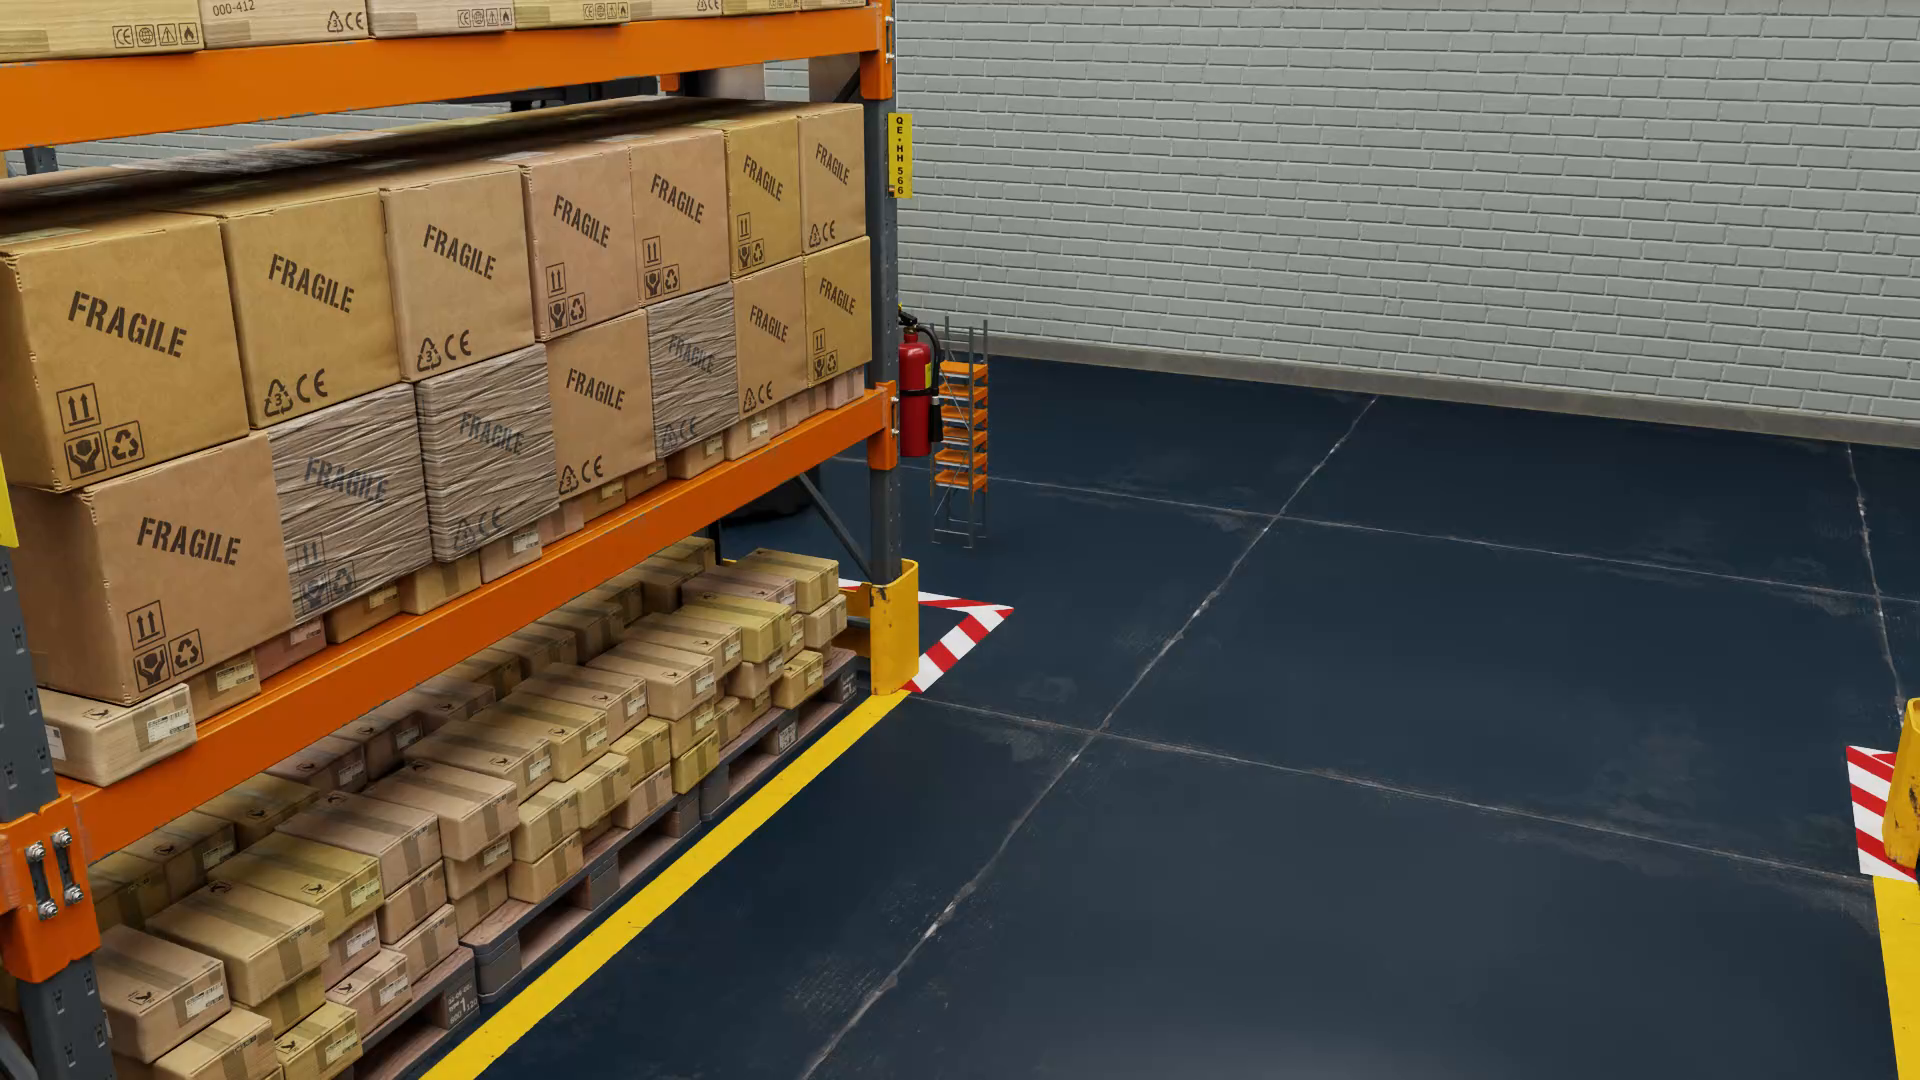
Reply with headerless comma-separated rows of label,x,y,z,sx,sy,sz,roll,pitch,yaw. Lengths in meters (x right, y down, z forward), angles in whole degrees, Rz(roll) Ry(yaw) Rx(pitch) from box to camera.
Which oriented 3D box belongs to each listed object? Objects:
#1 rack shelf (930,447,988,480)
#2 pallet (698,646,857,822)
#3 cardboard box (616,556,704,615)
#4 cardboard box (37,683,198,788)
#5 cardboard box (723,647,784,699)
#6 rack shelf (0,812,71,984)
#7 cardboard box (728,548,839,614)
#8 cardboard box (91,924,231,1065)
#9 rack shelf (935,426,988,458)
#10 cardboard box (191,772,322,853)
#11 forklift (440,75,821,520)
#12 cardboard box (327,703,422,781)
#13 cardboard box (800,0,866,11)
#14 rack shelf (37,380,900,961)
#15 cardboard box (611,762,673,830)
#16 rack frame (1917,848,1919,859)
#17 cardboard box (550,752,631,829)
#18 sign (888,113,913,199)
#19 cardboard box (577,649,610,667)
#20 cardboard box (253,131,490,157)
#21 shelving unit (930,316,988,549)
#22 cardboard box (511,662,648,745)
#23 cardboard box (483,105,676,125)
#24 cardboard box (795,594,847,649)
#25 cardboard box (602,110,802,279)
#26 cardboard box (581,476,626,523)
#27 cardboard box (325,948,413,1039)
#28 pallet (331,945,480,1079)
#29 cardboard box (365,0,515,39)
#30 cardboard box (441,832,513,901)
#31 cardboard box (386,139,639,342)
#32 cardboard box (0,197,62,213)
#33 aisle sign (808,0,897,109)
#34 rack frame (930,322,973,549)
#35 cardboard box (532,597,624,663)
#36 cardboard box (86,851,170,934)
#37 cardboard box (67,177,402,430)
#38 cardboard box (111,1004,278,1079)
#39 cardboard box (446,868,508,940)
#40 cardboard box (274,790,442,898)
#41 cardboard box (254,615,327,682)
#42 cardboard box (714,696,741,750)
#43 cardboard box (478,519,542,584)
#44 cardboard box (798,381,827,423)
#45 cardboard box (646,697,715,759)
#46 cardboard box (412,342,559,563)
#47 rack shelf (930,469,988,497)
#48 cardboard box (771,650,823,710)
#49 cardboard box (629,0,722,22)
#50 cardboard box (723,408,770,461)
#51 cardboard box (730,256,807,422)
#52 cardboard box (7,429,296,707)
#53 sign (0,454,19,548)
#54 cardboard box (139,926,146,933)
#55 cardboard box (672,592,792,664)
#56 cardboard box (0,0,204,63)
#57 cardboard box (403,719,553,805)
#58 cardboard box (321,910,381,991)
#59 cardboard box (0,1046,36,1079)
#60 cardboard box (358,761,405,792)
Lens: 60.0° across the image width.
rack shelf,-0.006,-0.406,8.810,0.258,0.103,0.180,9,21,23
pallet,-1.128,0.683,6.733,1.003,0.211,1.213,9,21,23
cardboard box,-1.260,0.182,6.721,0.380,0.149,0.250,9,21,24
cardboard box,-1.956,0.402,3.737,0.380,0.149,0.250,9,22,25
cardboard box,-0.899,0.467,6.362,0.380,0.149,0.250,8,21,20
rack shelf,-3.189,1.276,1.979,1.077,0.370,4.000,9,21,23
cardboard box,-0.718,0.164,6.771,0.380,0.149,0.250,9,21,23
cardboard box,-2.040,1.113,4.101,0.380,0.149,0.250,10,22,25
rack shelf,-0.006,-0.519,8.770,0.258,0.103,0.180,9,21,23
cardboard box,-2.121,0.817,4.936,0.380,0.149,0.250,9,22,24
forklift,-2.332,-1.446,8.661,3.031,2.935,1.130,-10,22,-27
cardboard box,-1.995,0.637,5.441,0.380,0.149,0.250,8,21,21
cardboard box,-0.677,-2.065,6.045,0.500,0.250,0.500,8,21,22
rack shelf,-1.551,0.053,5.417,1.077,0.370,4.000,9,21,23
cardboard box,-1.224,0.843,5.748,0.380,0.149,0.250,9,21,24
rack frame,3.825,-0.249,5.193,1.000,3.000,0.127,9,21,23
cardboard box,-1.309,0.791,5.451,0.380,0.149,0.250,9,21,23
sign,-0.234,-1.510,6.538,0.100,0.325,0.005,9,21,23
cardboard box,-1.568,0.459,6.385,0.380,0.149,0.250,9,22,24
cardboard box,-1.798,-0.988,5.184,0.500,0.500,0.500,8,21,21
shelving unit,-0.006,-0.561,8.755,0.258,1.200,0.189,9,21,23
cardboard box,-1.296,0.555,5.671,0.380,0.149,0.250,8,21,21
cardboard box,-1.359,-1.300,6.062,0.500,0.500,0.500,9,22,24
cardboard box,-0.688,0.308,6.810,0.380,0.149,0.250,8,21,21
cardboard box,-0.900,-1.227,5.857,0.500,0.500,0.500,8,21,21
cardboard box,-1.310,-0.176,5.361,0.380,0.149,0.250,9,21,24
cardboard box,-1.765,1.239,4.636,0.380,0.149,0.250,8,21,22
pallet,-2.128,1.429,4.636,1.003,0.211,1.213,9,21,23
cardboard box,-1.512,-1.434,4.270,0.500,0.250,0.500,10,22,25
cardboard box,-1.594,0.932,5.057,0.380,0.149,0.250,10,22,25
cardboard box,-1.319,-0.905,4.950,0.500,0.500,0.500,8,21,21
cardboard box,-2.425,-0.514,3.852,0.500,0.500,0.500,8,21,21
aisle sign,-0.429,-2.103,6.527,0.394,0.787,0.004,9,21,23
rack frame,-0.043,-0.533,8.677,0.240,1.200,0.006,9,21,23
cardboard box,-1.506,0.329,6.309,0.380,0.149,0.250,7,21,20
cardboard box,-2.394,0.962,4.526,0.380,0.149,0.250,9,21,23
cardboard box,-1.765,-0.598,4.089,0.500,0.500,0.500,8,21,21
cardboard box,-1.930,1.264,4.123,0.380,0.149,0.250,10,22,25
cardboard box,-1.628,1.067,5.119,0.380,0.149,0.250,8,21,20
cardboard box,-1.729,0.870,4.785,0.380,0.149,0.250,8,21,21
cardboard box,-1.856,0.224,4.237,0.380,0.149,0.250,8,21,20
cardboard box,-1.047,0.676,6.219,0.380,0.149,0.250,9,21,23
cardboard box,-1.461,-0.007,4.888,0.380,0.149,0.250,10,22,25
cardboard box,-0.744,-0.570,6.469,0.380,0.149,0.250,9,21,23
cardboard box,-1.100,0.627,5.912,0.380,0.149,0.250,9,21,24
cardboard box,-1.502,-0.280,4.687,0.500,0.500,0.500,8,21,22
rack shelf,-0.006,-0.293,8.851,0.258,0.103,0.180,9,21,23
cardboard box,-0.771,0.530,6.630,0.380,0.149,0.250,9,22,24
cardboard box,-1.095,-1.758,5.183,0.500,0.250,0.500,10,22,25
cardboard box,-0.916,-0.410,6.020,0.380,0.149,0.250,9,22,24
cardboard box,-0.897,-0.755,6.023,0.500,0.500,0.500,8,21,22
cardboard box,-1.938,0.021,3.839,0.500,0.500,0.500,8,21,22
sign,-1.863,-0.145,3.172,0.100,0.325,0.005,9,21,23
cardboard box,-2.432,1.106,4.566,0.380,0.149,0.250,7,21,20
cardboard box,-0.863,0.330,6.305,0.380,0.149,0.250,8,21,21
cardboard box,-1.940,-1.123,3.396,0.500,0.250,0.500,10,22,25
cardboard box,-1.514,0.709,5.238,0.380,0.149,0.250,8,21,20
cardboard box,-1.841,1.094,4.599,0.380,0.149,0.250,8,21,22
cardboard box,-2.521,1.304,4.453,0.380,0.149,0.250,9,21,23
cardboard box,-1.931,0.799,5.430,0.380,0.149,0.250,7,21,20
